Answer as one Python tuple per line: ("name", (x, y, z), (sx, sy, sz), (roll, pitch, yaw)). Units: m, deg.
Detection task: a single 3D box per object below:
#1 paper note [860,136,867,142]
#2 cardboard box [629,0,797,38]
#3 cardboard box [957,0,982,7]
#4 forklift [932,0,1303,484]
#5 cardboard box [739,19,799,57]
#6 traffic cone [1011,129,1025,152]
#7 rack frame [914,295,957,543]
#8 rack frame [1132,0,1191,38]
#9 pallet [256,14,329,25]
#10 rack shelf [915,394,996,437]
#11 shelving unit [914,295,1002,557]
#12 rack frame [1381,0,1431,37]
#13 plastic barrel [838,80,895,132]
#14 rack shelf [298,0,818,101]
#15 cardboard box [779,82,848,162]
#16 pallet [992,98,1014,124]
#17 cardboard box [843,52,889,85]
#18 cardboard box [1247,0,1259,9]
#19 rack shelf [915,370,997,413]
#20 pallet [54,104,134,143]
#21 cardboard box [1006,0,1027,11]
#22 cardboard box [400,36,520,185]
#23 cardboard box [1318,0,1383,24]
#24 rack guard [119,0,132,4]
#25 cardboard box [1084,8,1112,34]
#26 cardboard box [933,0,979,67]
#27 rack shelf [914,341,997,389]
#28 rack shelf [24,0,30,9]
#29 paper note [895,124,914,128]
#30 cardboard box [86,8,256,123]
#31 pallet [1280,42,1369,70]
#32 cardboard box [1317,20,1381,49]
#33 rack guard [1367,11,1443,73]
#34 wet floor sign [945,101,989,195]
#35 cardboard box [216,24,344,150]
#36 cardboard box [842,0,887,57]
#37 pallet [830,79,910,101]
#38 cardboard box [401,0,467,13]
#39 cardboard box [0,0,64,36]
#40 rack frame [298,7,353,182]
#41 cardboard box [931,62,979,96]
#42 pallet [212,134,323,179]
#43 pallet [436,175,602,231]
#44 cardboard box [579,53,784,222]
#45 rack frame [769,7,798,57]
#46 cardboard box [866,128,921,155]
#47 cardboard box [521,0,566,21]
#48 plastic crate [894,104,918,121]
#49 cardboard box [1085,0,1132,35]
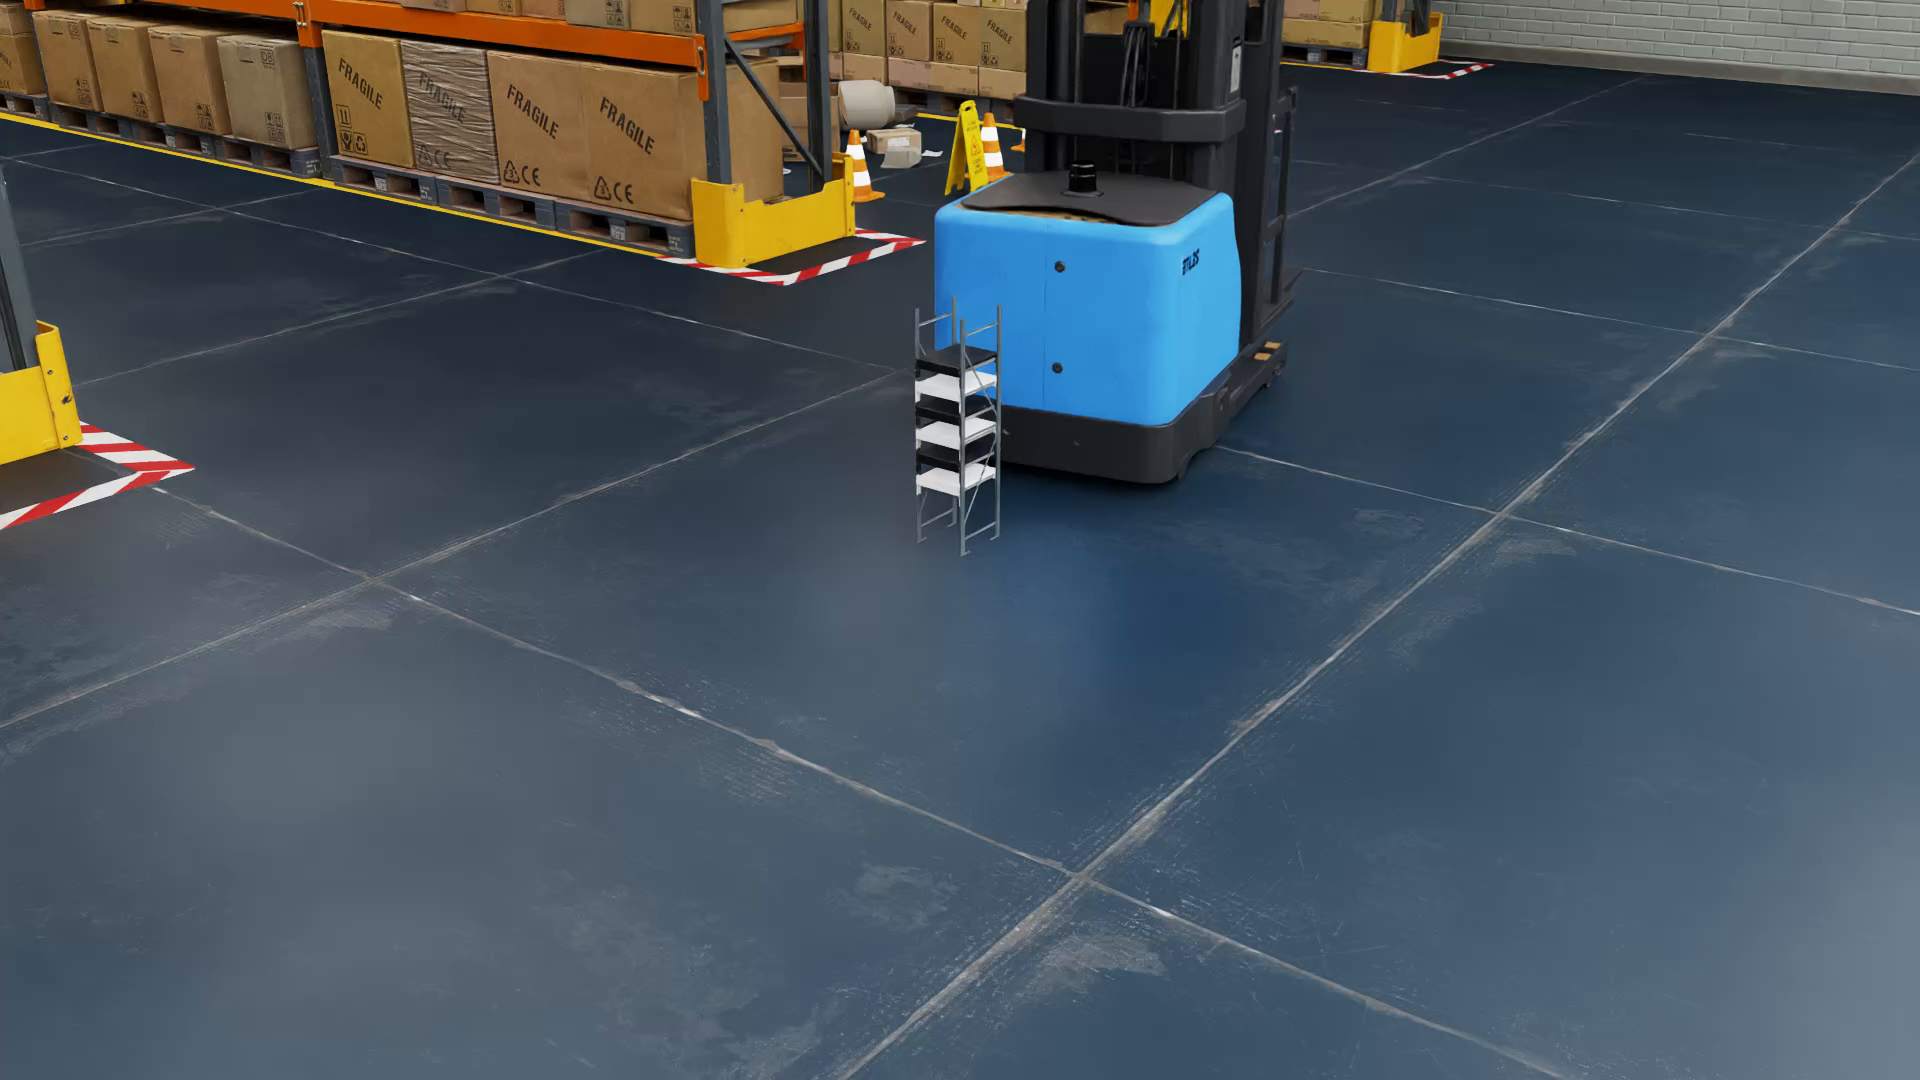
("paper note", (-0.810, -3.312, 13.744), (0.148, 0.019, 0.142), (-15, 28, -30))
("cardboard box", (-1.482, -3.358, 9.966), (0.550, 0.550, 0.875), (17, 29, 33))
("cardboard box", (0.189, -4.713, 14.381), (0.250, 0.149, 0.380), (18, 30, 35))
("forklift", (0.944, -2.127, 7.441), (1.130, 2.935, 3.031), (10, 26, 22))
("cardboard box", (-1.892, -4.919, 16.433), (0.625, 0.372, 0.950), (17, 29, 34))
("traffic cone", (0.612, -3.363, 13.309), (0.334, 0.463, 0.336), (17, 29, 33))
("rack frame", (-0.088, -0.438, 6.129), (0.006, 0.900, 0.240), (17, 29, 33))
("rack frame", (1.730, -4.836, 13.506), (0.127, 3.000, 1.000), (17, 29, 33))
("pallet", (-8.434, -6.671, 21.129), (1.213, 0.211, 1.003), (17, 29, 33))
("rack shelf", (-0.006, -0.466, 6.050), (0.200, 0.077, 0.258), (17, 29, 33))
("shelving unit", (-0.006, -0.414, 6.073), (0.210, 0.900, 0.258), (17, 29, 33))
("rack frame", (4.704, -6.439, 17.143), (0.127, 3.000, 1.000), (17, 29, 33))
("plastic barrel", (-0.831, -3.668, 14.050), (0.512, 0.421, 0.421), (-5, 24, -12))
("rack shelf", (-2.758, -3.369, 11.069), (4.000, 0.370, 1.077), (17, 29, 33))
("cardboard box", (-1.194, -3.302, 13.120), (0.637, 0.503, 0.797), (-1, 24, -3))
("pallet", (1.040, -3.786, 14.582), (1.213, 0.211, 1.003), (17, 29, 33))
("cardboard box", (-0.727, -4.382, 15.365), (0.500, 0.250, 0.500), (19, 30, 36))
("cardboard box", (3.306, -5.861, 18.101), (0.500, 0.250, 0.500), (16, 28, 32))
("rack shelf", (-0.006, -0.548, 6.014), (0.200, 0.077, 0.258), (17, 29, 33))
("pallet", (-6.974, -3.658, 14.291), (1.213, 0.211, 1.003), (17, 29, 33))
("cardboard box", (0.599, -4.587, 14.095), (0.250, 0.149, 0.380), (18, 29, 35))
("cardboard box", (-3.174, -3.010, 11.477), (0.875, 0.875, 0.875), (17, 29, 34))
("cardboard box", (4.127, -5.618, 17.550), (0.500, 0.250, 0.500), (16, 29, 33))
("rack guard", (-11.092, -7.567, 22.805), (0.348, 0.500, 1.175), (17, 29, 33))
("cardboard box", (0.933, -4.223, 14.073), (0.500, 0.500, 0.500), (17, 29, 34))
("cardboard box", (0.113, -4.472, 14.639), (0.500, 0.500, 0.500), (16, 28, 32))
("rack shelf", (-0.006, -0.630, 5.978), (0.200, 0.077, 0.258), (17, 29, 33))
("rack shelf", (-9.160, -5.304, 15.459), (4.000, 0.370, 1.077), (17, 29, 33))
("paper note", (-0.479, -3.573, 14.322), (0.148, 0.019, 0.142), (7, 25, 15))
("cardboard box", (-6.424, -3.925, 13.708), (0.750, 0.750, 1.050), (17, 29, 34))
("pallet", (4.067, -5.334, 18.094), (1.213, 0.211, 1.003), (17, 29, 33))
("cardboard box", (4.139, -5.384, 17.639), (0.500, 0.250, 0.500), (17, 29, 34))
("rack guard", (4.723, -5.289, 17.634), (0.348, 0.500, 1.175), (17, 29, 33))
("wet floor sign", (0.053, -2.769, 11.735), (0.232, 0.644, 0.267), (12, 26, 24))
("cardboard box", (-4.909, -3.466, 12.665), (0.750, 0.750, 1.050), (17, 29, 33))
("cardboard box", (-0.725, -4.725, 15.213), (0.500, 0.500, 0.500), (18, 30, 35))
("pallet", (-0.912, -4.376, 15.921), (1.213, 0.211, 1.003), (17, 29, 33))
("cardboard box", (-3.241, -3.871, 11.129), (0.550, 0.550, 0.875), (17, 29, 33))
("cardboard box", (-8.264, -4.621, 14.668), (0.500, 0.250, 0.500), (16, 28, 32))
("rack frame", (-4.359, -4.182, 12.021), (0.127, 3.000, 1.000), (17, 29, 33))
("cardboard box", (0.090, -4.131, 14.796), (0.500, 0.250, 0.500), (16, 28, 31))
("pallet", (-5.021, -3.068, 12.952), (1.213, 0.211, 1.003), (17, 29, 33))
("pallet", (-2.817, -2.402, 11.440), (1.213, 0.211, 1.003), (17, 29, 33))
("cardboard box", (-1.740, -2.577, 10.493), (0.875, 0.875, 0.875), (17, 29, 34))
("rack frame", (-1.471, -5.803, 15.701), (0.127, 3.000, 1.000), (17, 29, 33))
("cardboard box", (-0.530, -3.197, 13.321), (0.380, 0.149, 0.250), (-10, 26, -21))
("cardboard box", (-2.308, -3.660, 10.651), (0.550, 0.550, 0.875), (17, 29, 33))
("plastic crate", (-0.706, -3.823, 14.828), (0.583, 0.080, 0.402), (7, 25, 15))
("cardboard box", (1.231, -4.403, 14.482), (0.500, 0.500, 0.500), (16, 28, 32))
